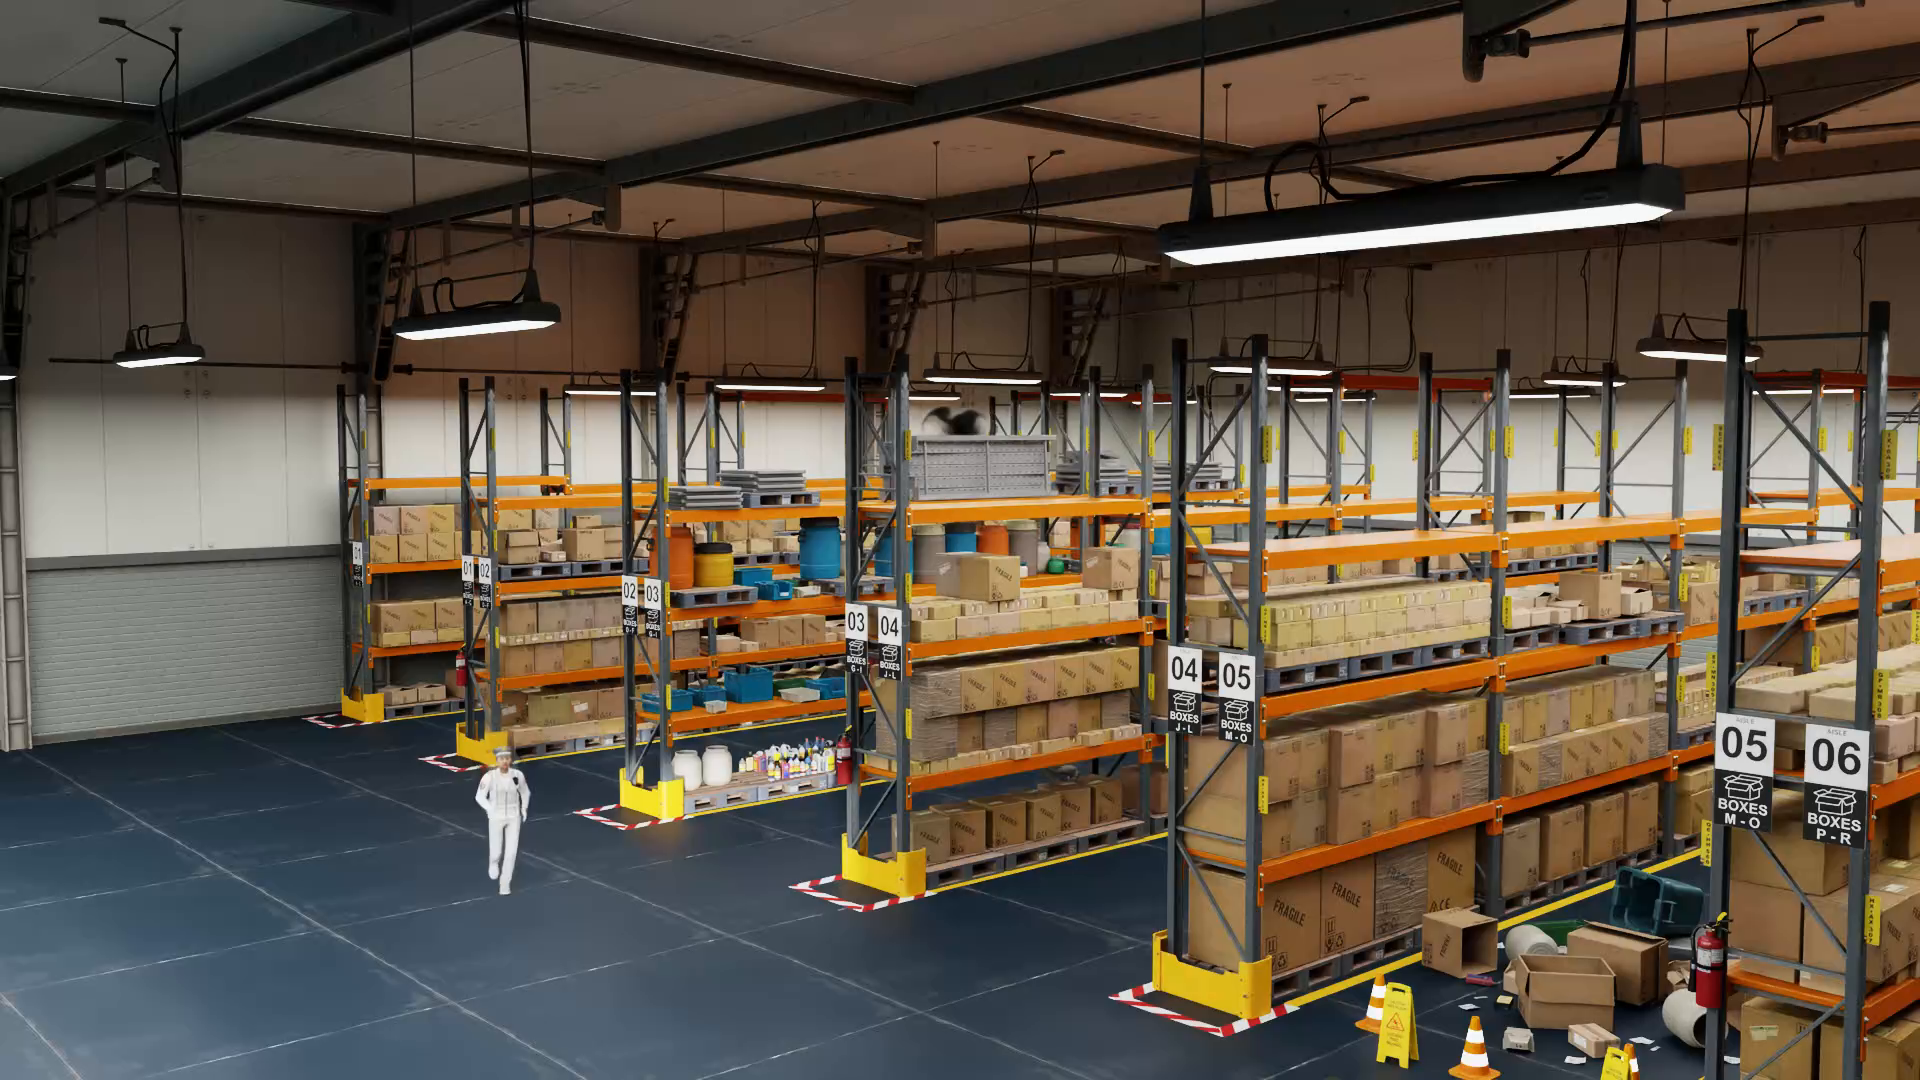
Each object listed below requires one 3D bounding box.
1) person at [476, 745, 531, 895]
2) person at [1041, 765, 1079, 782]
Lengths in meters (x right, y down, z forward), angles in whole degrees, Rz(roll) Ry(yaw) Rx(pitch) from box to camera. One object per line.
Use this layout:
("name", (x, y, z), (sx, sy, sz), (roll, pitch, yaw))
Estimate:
("person", (-5.117, 3.110, 18.673), (0.609, 1.654, 0.611), (-2, 4, -24))
("person", (1.371, 2.924, 23.365), (0.800, 1.448, 0.562), (-3, 5, -36))
